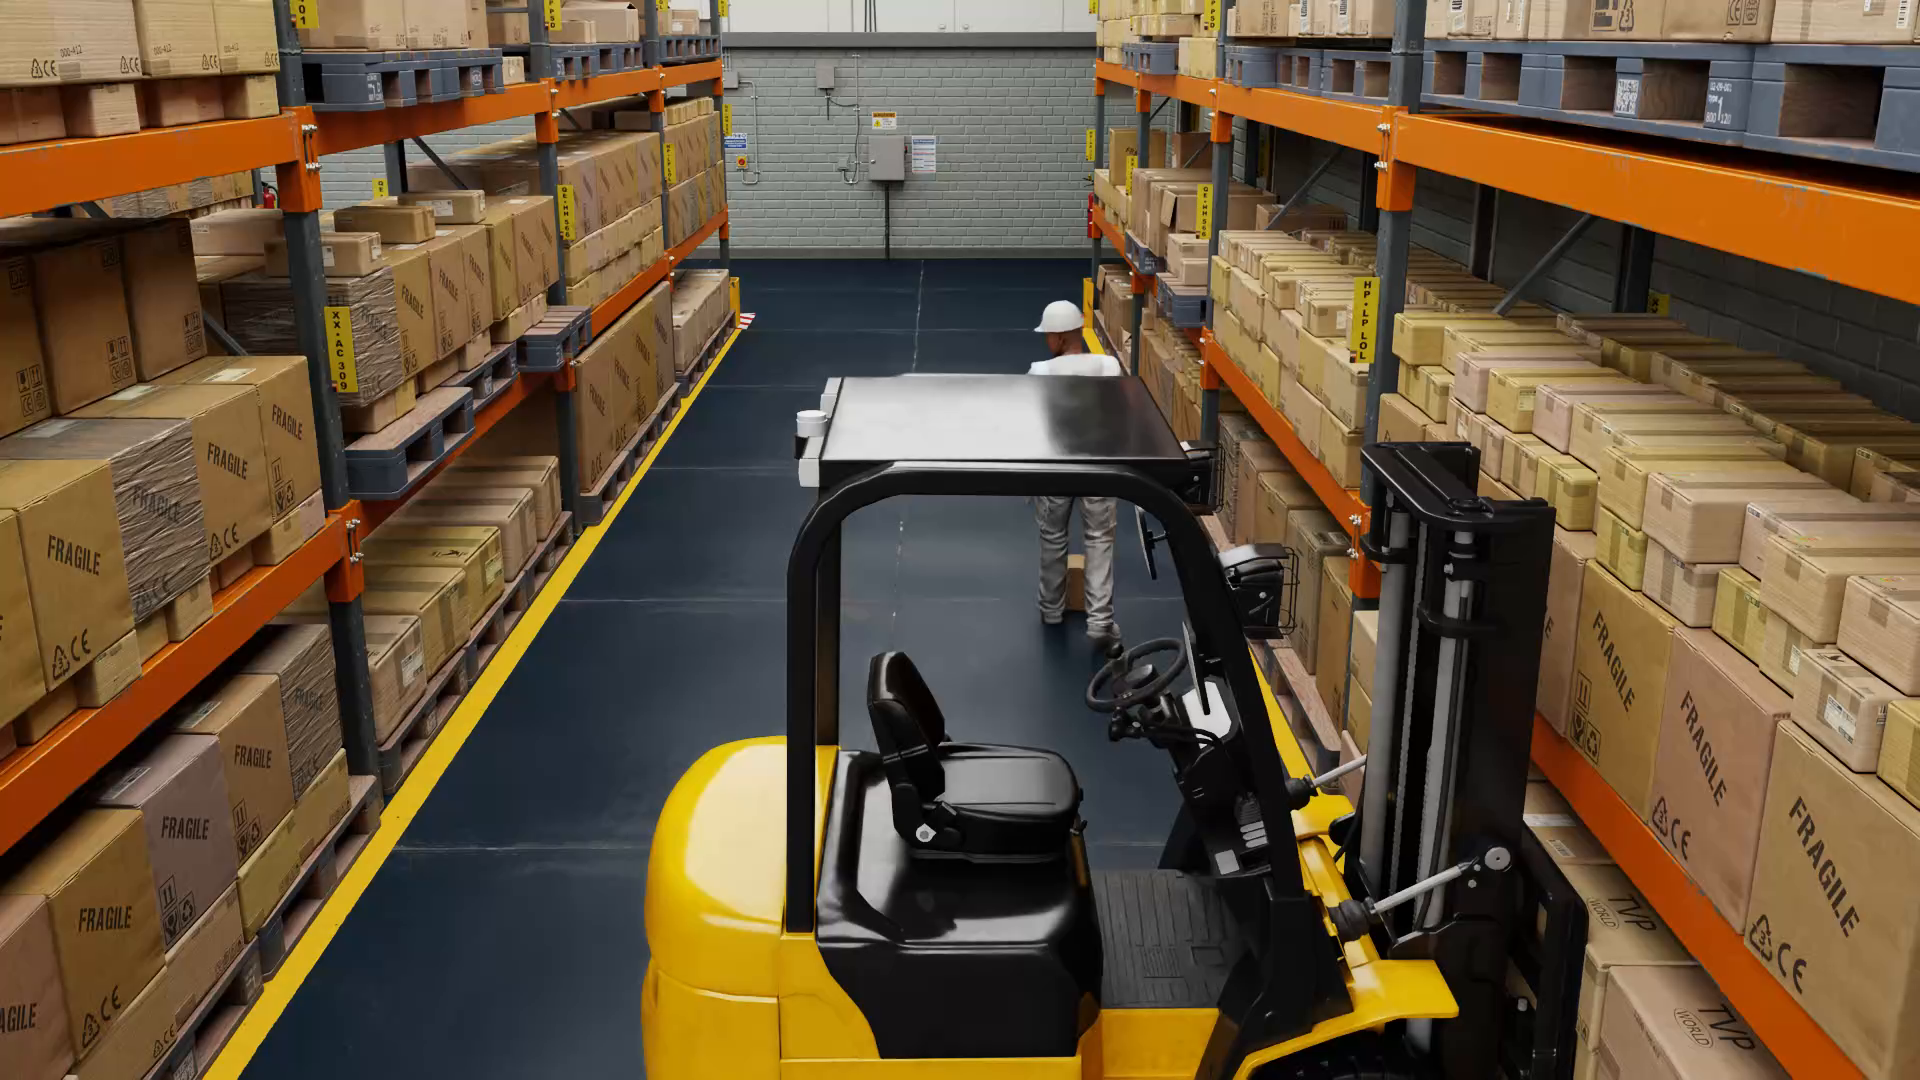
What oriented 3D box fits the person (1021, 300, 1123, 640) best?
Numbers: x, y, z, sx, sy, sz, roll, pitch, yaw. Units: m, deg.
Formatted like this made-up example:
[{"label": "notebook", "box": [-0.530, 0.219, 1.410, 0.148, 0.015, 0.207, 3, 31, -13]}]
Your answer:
[{"label": "person", "box": [0.589, -0.373, 8.707, 0.571, 1.779, 0.721, 0, 17, -1]}]
